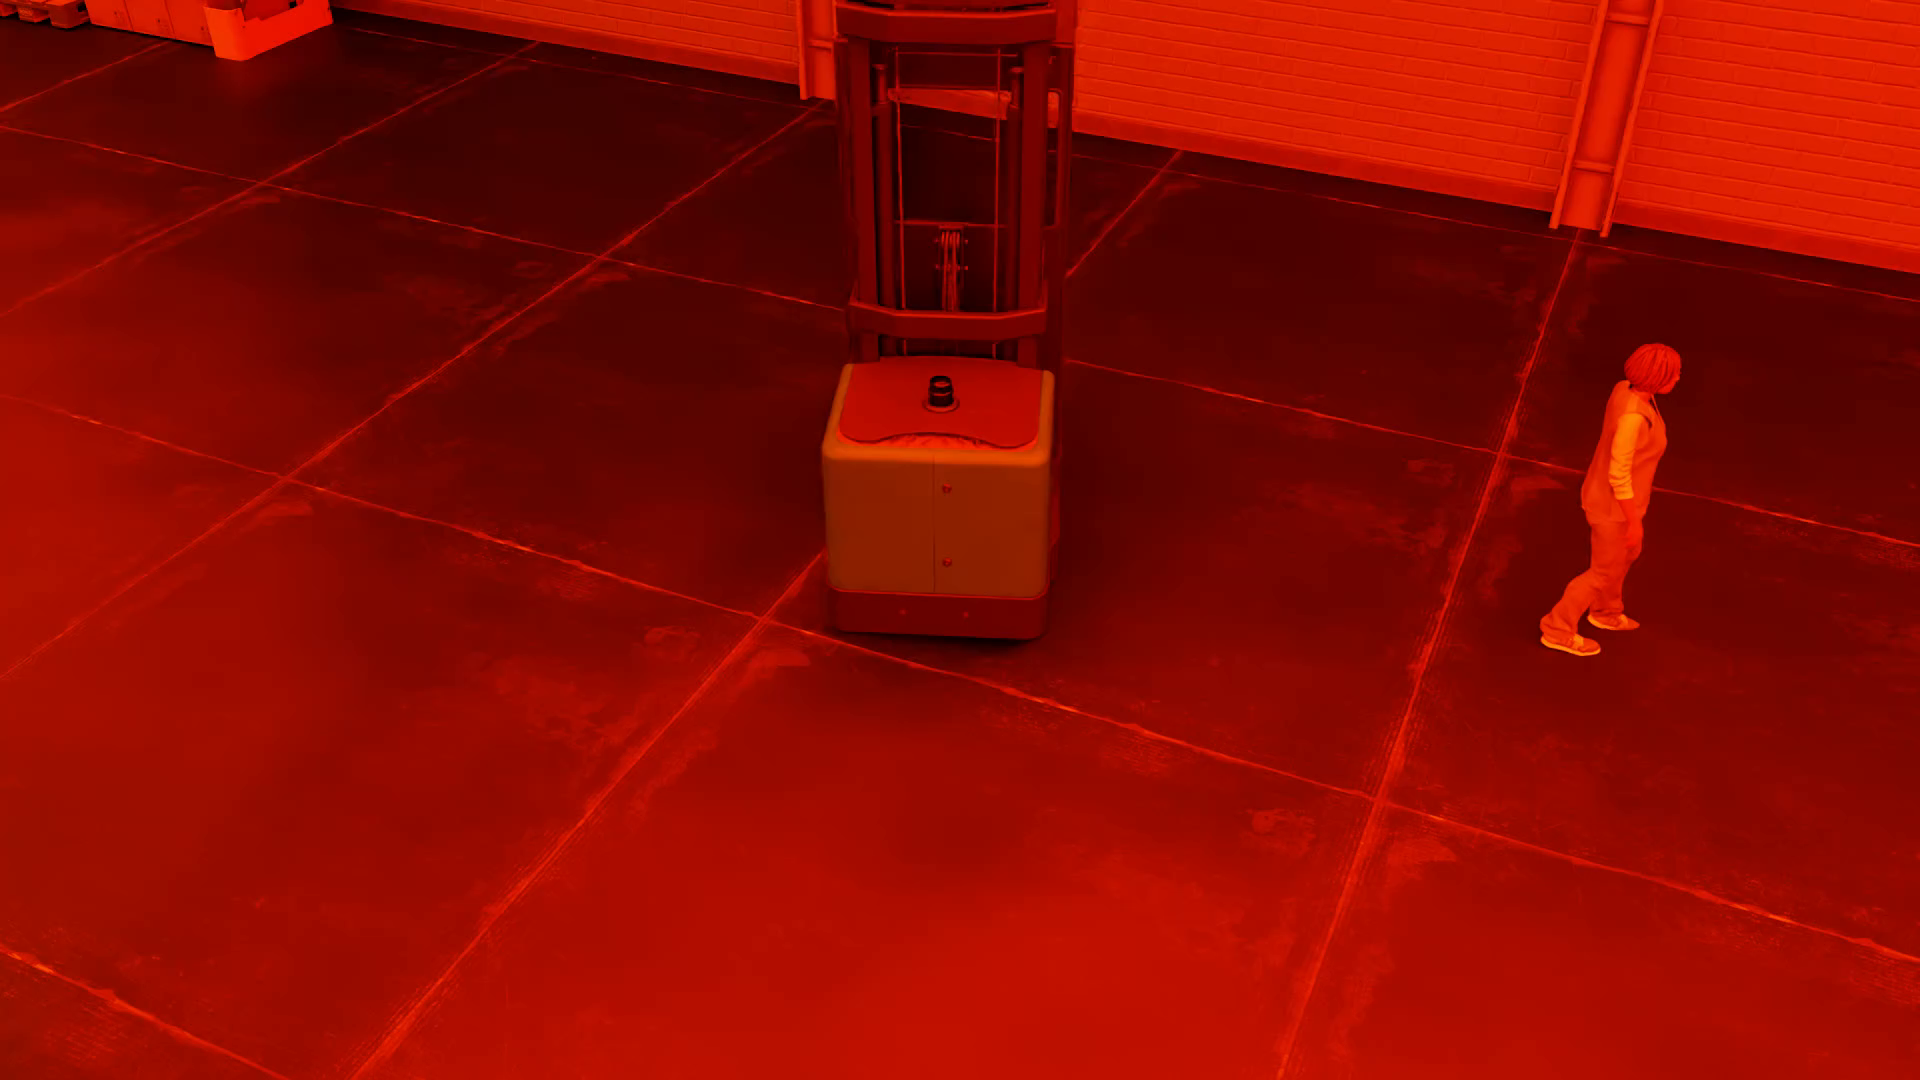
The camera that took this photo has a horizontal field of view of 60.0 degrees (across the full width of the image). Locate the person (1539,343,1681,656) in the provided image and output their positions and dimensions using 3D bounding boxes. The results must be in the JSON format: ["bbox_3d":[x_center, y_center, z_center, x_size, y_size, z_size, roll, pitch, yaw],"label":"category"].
[{"bbox_3d":[2.997,-0.150,7.485,0.477,1.622,0.494,11,37,15],"label":"person"}]

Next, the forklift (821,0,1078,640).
[{"bbox_3d":[-0.007,-1.560,8.273,1.130,2.935,3.031,2,36,3],"label":"forklift"}]
